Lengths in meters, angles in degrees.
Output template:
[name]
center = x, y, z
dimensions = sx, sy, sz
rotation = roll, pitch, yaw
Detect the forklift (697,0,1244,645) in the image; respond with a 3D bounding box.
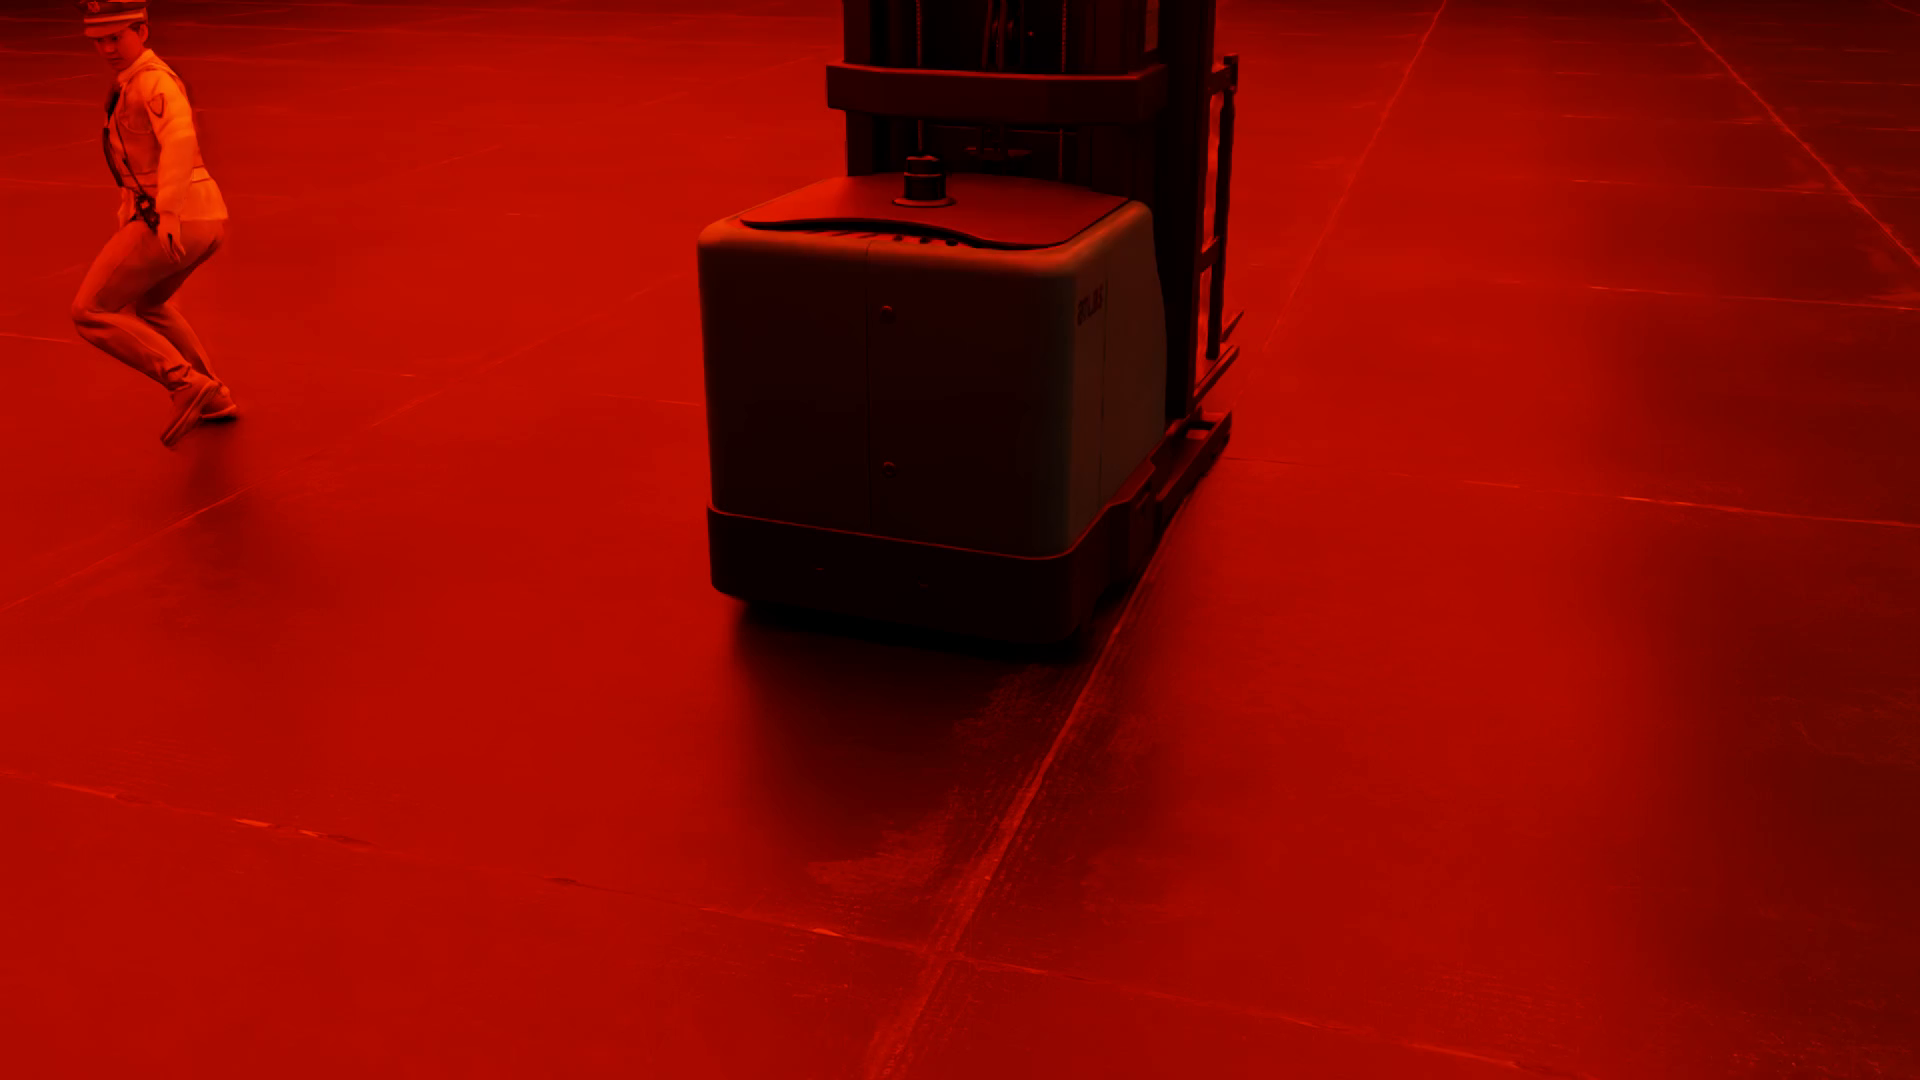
[forklift]
center = 0.309, -1.617, 5.197
dimensions = 1.130, 2.935, 3.031
rotation = 8, 24, 19

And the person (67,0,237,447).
[person]
center = -2.802, -1.094, 5.775
dimensions = 0.516, 1.561, 0.804
rotation = -3, 23, -7
